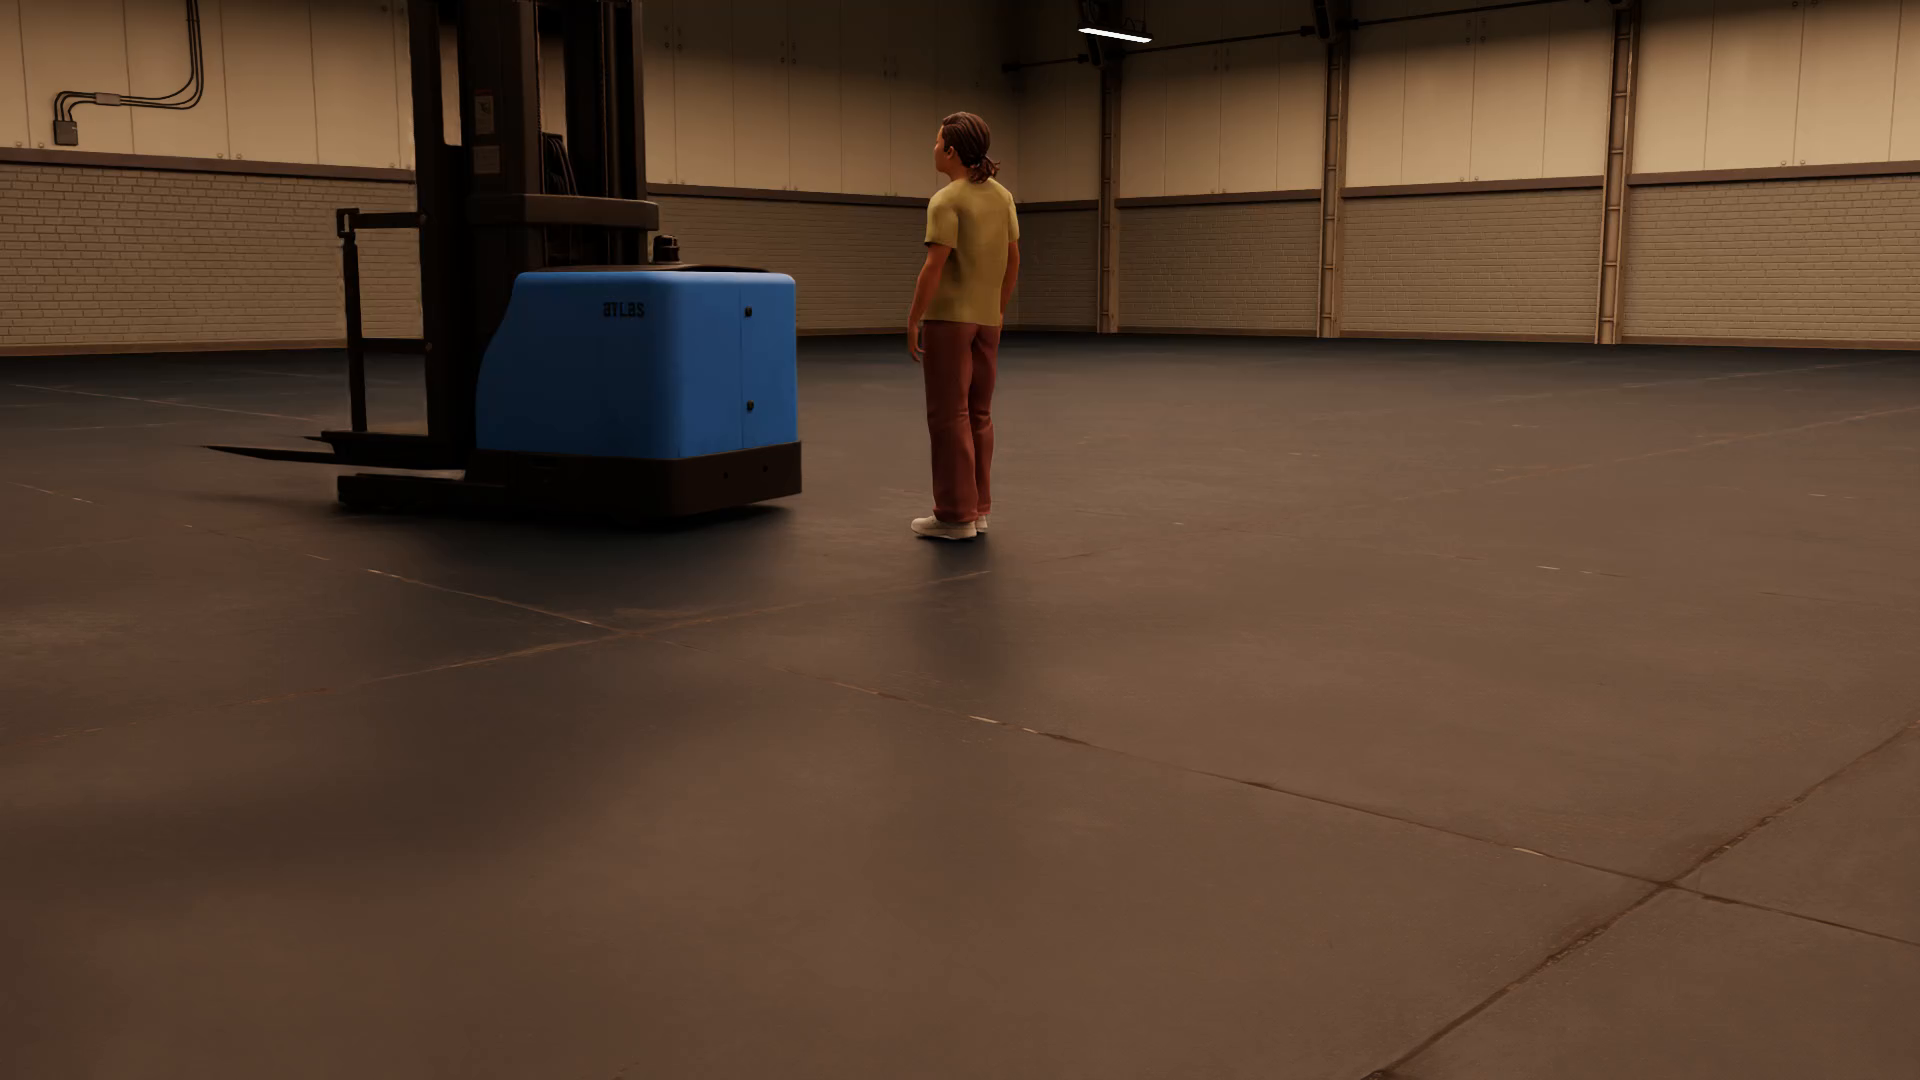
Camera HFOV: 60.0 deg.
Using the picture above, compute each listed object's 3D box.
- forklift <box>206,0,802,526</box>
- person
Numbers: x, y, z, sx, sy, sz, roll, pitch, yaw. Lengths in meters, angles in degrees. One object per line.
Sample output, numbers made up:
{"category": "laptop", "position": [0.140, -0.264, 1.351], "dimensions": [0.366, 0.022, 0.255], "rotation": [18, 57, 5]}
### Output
{"category": "forklift", "position": [-2.281, -1.638, 7.751], "dimensions": [3.031, 2.935, 1.130], "rotation": [4, 10, 27]}
{"category": "person", "position": [-0.046, -0.845, 6.650], "dimensions": [0.548, 1.673, 0.554], "rotation": [8, 12, 43]}
